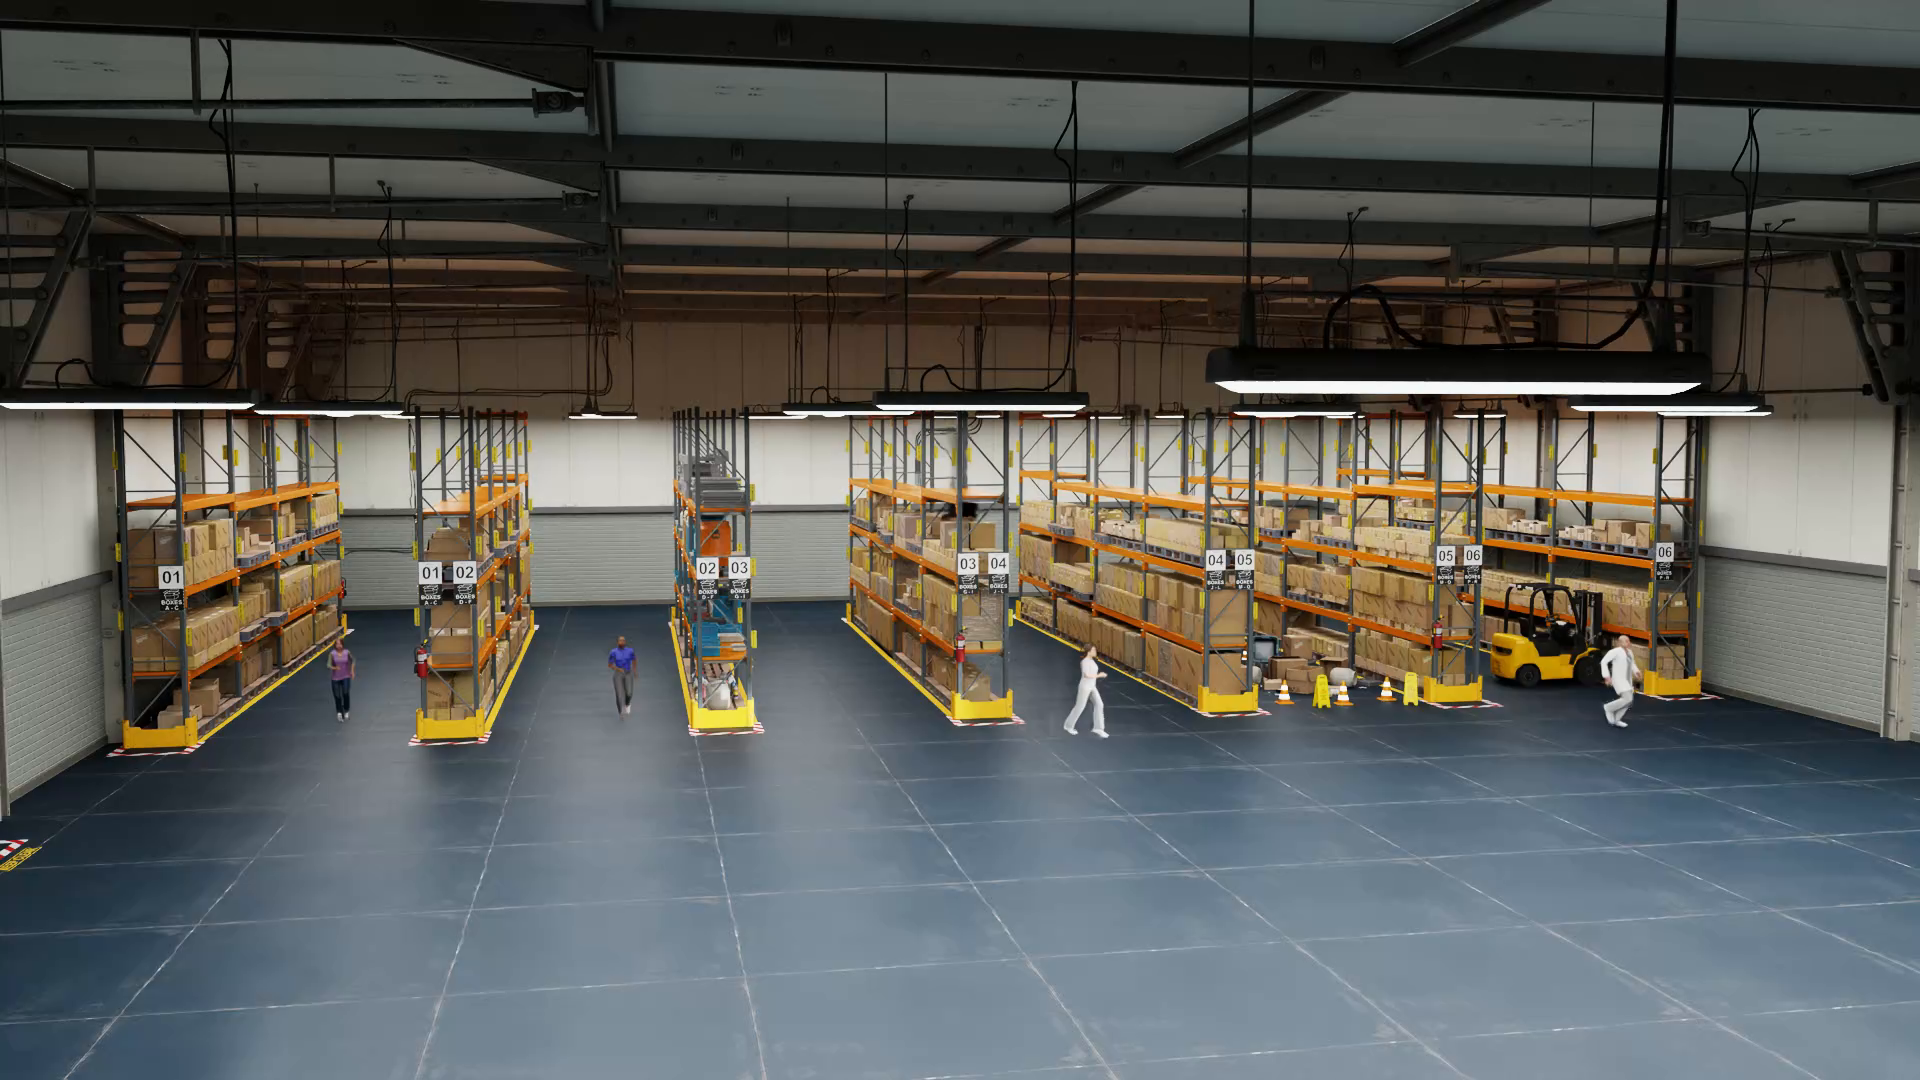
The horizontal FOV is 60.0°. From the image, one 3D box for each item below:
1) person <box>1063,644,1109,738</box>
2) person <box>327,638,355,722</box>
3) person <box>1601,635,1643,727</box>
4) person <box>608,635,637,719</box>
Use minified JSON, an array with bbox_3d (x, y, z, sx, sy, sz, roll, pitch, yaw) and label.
[{"bbox_3d":[2.284,2.724,30.123,0.842,1.709,0.579,2,4,24],"label":"person"},{"bbox_3d":[-11.793,2.681,31.690,0.507,1.580,0.667,-1,4,-18],"label":"person"},{"bbox_3d":[12.413,2.647,31.099,0.722,1.731,0.666,-3,5,-32],"label":"person"},{"bbox_3d":[-6.466,2.642,31.961,0.561,1.618,0.562,-1,4,-17],"label":"person"}]
